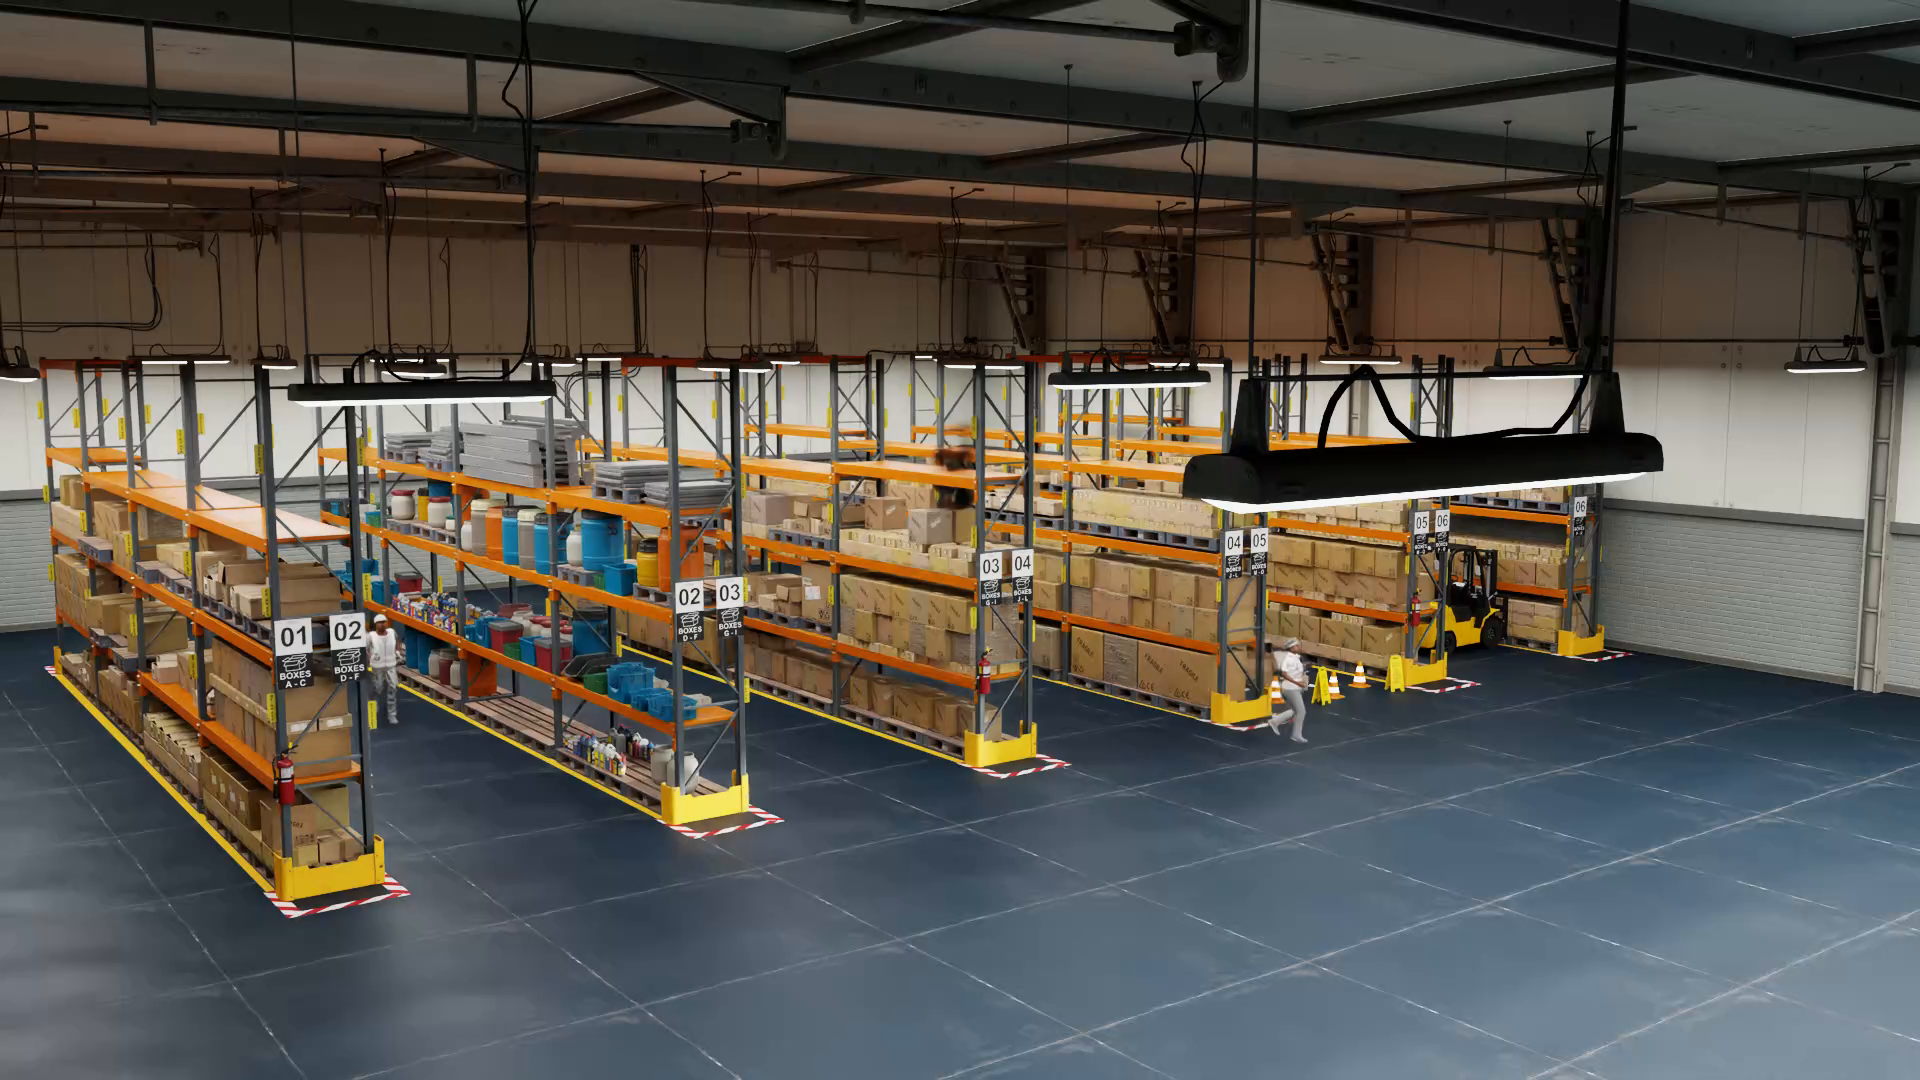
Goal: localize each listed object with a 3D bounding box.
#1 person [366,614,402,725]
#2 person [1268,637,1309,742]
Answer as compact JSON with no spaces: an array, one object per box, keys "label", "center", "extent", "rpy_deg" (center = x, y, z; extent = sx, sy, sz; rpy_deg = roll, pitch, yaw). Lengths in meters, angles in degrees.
[{"label":"person","center":[-9.614,2.121,27.697],"extent":[0.692,1.791,0.983],"rpy_deg":[-5,8,-34]},{"label":"person","center":[5.215,2.366,26.336],"extent":[0.653,1.700,0.629],"rpy_deg":[2,7,19]}]
